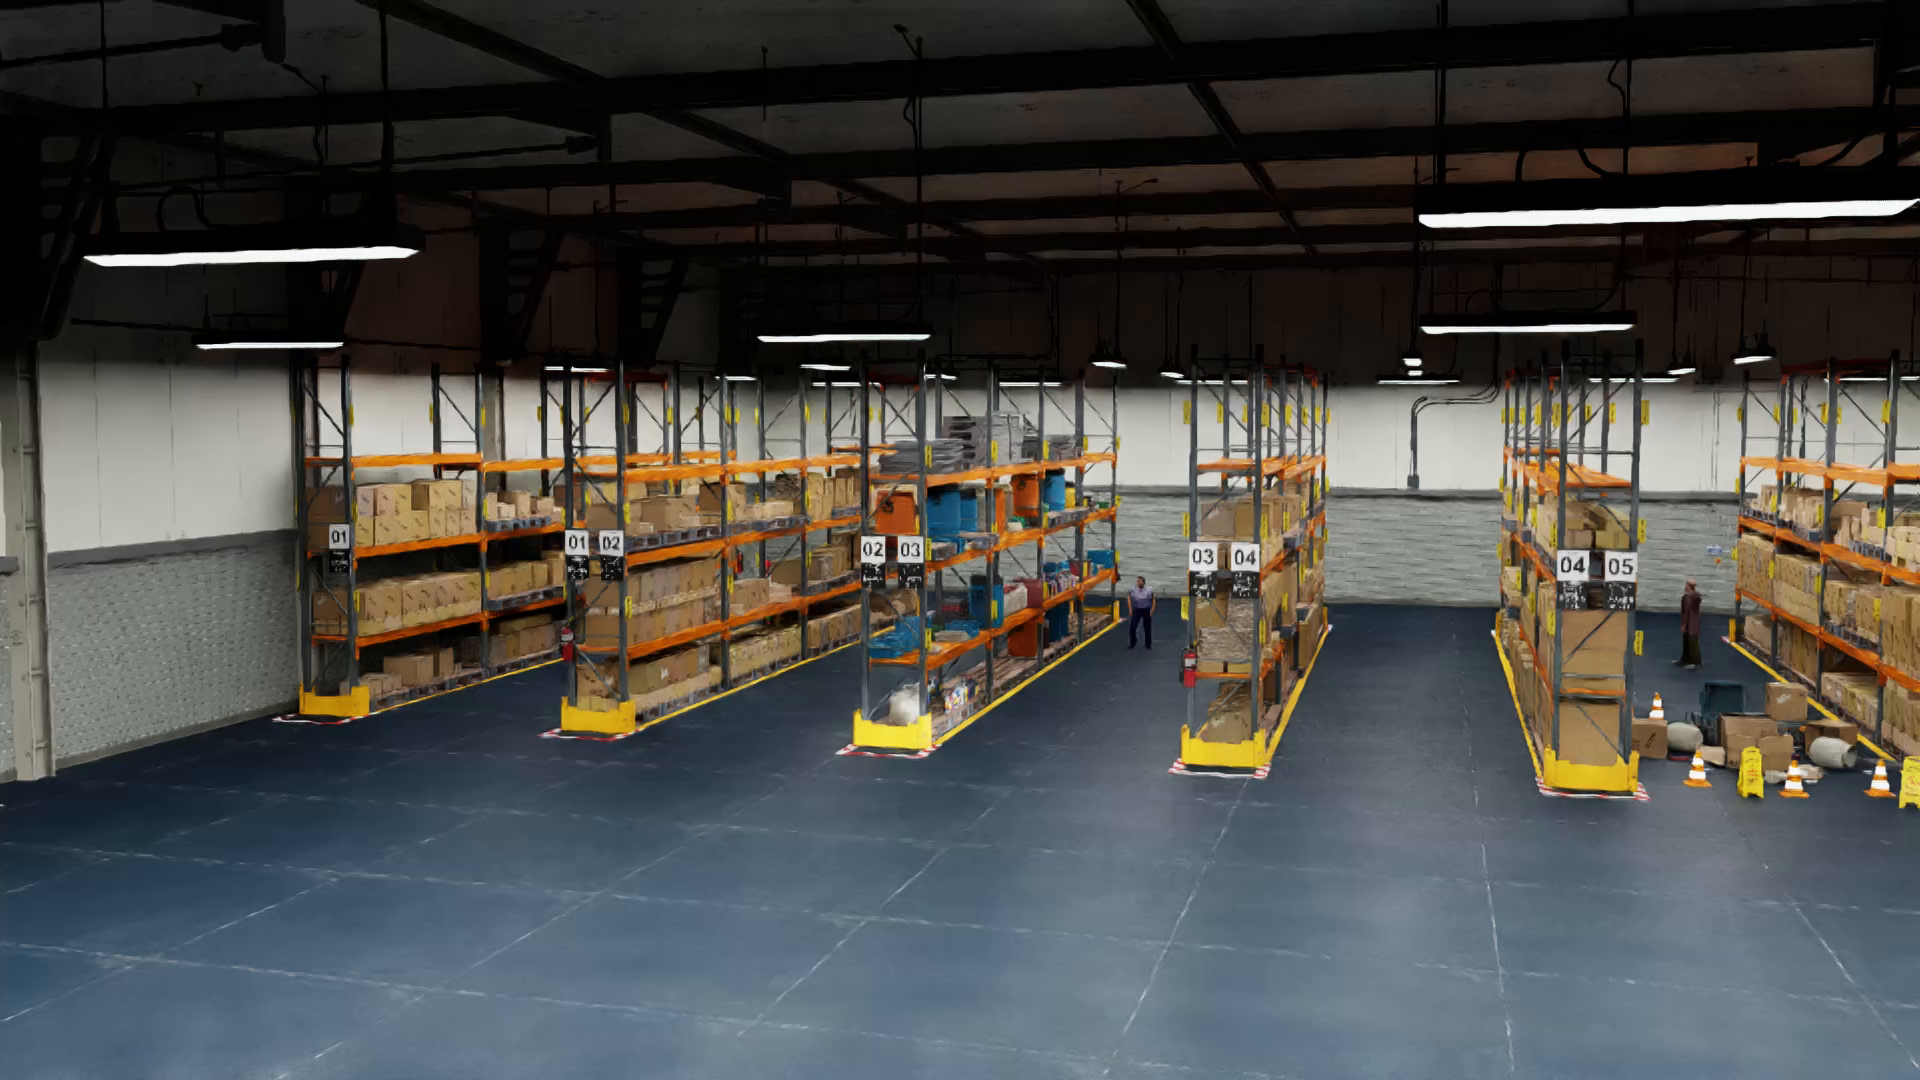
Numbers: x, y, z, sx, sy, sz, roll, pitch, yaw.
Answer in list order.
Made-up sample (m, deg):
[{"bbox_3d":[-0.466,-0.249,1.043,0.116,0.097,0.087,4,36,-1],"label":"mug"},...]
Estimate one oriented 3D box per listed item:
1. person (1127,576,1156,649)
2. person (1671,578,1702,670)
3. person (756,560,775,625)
[{"bbox_3d":[3.883,1.553,35.595,0.625,1.581,0.517,1,4,13],"label":"person"},{"bbox_3d":[14.367,1.637,32.813,0.648,1.773,0.690,3,5,37],"label":"person"},{"bbox_3d":[-4.397,1.291,37.916,0.553,1.709,1.123,1,5,18],"label":"person"}]
